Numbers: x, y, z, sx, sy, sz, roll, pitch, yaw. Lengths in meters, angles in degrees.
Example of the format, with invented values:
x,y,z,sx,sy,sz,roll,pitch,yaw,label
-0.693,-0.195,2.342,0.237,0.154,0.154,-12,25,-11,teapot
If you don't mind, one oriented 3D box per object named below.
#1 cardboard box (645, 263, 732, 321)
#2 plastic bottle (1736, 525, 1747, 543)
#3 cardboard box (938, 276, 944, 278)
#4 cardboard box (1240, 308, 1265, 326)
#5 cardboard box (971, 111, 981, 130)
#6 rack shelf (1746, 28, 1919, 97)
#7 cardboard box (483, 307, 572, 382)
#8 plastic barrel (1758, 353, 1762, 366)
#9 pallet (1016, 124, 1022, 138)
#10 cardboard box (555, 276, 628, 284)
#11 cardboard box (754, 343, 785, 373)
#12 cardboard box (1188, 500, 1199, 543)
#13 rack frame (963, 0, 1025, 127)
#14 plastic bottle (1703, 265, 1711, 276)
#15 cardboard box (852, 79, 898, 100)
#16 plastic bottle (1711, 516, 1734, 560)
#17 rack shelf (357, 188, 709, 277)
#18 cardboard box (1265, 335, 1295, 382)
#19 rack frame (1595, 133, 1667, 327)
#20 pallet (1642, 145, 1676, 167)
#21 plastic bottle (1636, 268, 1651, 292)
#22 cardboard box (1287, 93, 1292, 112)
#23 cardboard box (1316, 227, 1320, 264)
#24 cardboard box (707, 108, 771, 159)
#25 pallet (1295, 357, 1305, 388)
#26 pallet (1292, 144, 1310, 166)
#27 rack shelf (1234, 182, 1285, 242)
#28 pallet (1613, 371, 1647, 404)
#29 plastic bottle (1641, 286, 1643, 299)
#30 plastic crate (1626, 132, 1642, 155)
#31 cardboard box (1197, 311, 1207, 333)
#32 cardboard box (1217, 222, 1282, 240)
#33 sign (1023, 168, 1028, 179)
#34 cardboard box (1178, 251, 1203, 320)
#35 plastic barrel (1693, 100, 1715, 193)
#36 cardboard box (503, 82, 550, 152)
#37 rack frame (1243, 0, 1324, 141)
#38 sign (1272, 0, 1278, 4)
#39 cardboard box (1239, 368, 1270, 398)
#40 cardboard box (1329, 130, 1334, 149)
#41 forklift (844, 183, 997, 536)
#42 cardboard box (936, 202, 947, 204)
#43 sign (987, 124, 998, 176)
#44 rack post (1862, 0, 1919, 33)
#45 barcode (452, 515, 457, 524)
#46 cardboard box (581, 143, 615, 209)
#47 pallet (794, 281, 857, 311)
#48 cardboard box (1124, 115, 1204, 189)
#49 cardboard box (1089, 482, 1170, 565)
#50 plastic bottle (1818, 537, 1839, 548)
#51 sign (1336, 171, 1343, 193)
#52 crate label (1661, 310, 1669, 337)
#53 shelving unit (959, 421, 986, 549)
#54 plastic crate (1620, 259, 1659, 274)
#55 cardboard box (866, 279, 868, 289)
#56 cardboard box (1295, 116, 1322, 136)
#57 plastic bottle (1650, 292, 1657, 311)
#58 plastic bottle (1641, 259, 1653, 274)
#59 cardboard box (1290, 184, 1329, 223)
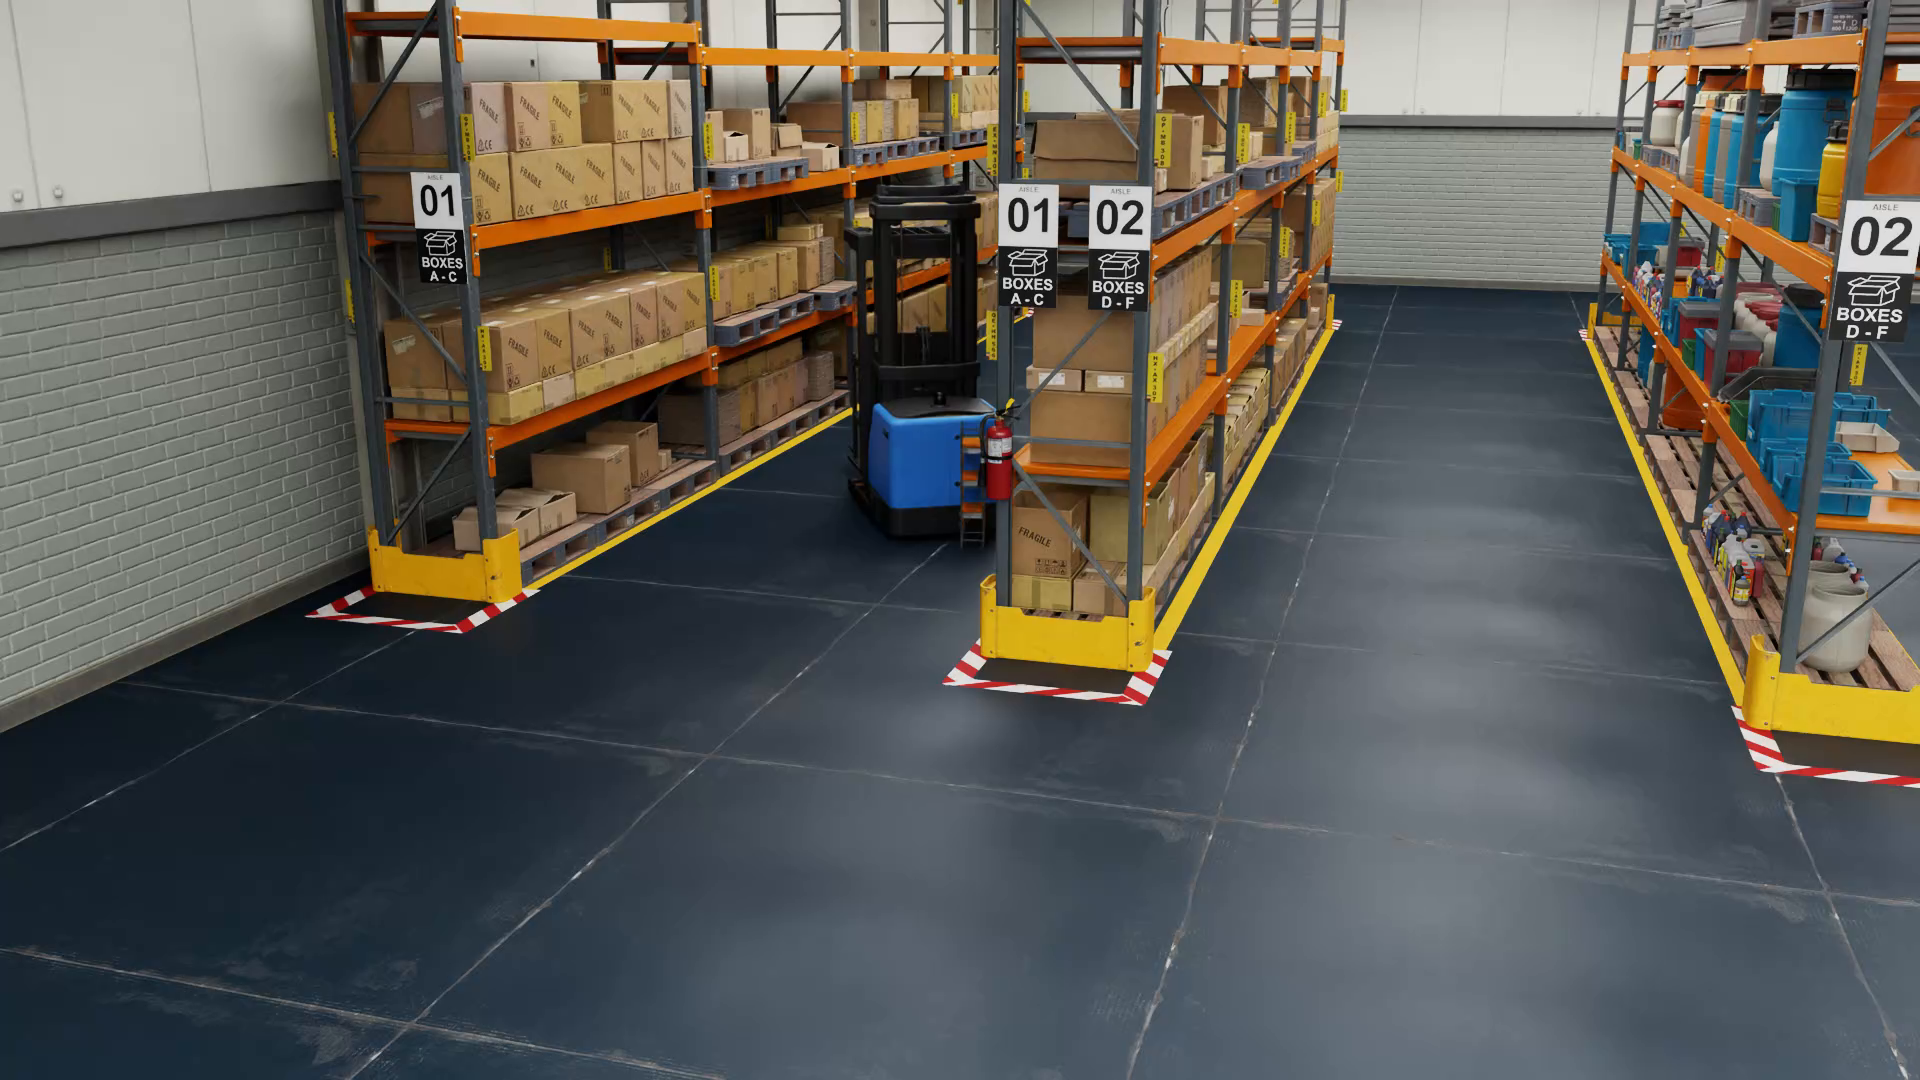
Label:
x,y,z,sx,sy,sz,roll,pitch,yaw,label
-2.696,-2.466,16.536,0.700,0.500,0.500,5,16,16,cardboard box
6.073,0.020,12.956,0.097,0.271,0.097,0,16,0,plastic bottle
-0.226,-3.918,25.269,0.380,0.149,0.250,5,17,16,cardboard box
3.023,-2.361,17.617,0.380,0.149,0.250,5,16,16,cardboard box
0.008,-6.082,24.100,0.500,0.250,0.500,4,16,15,cardboard box
6.057,-3.132,10.930,1.077,0.370,4.000,5,16,16,rack shelf
-3.436,-1.557,13.187,0.500,0.500,0.500,5,16,16,cardboard box
7.149,-1.575,14.639,0.301,0.262,0.301,0,16,0,plastic barrel
0.336,-6.421,26.134,1.003,0.211,1.213,5,16,16,pallet
-3.358,-2.132,15.213,0.500,0.500,0.500,5,16,16,cardboard box
-2.254,-2.020,18.355,0.500,0.250,0.500,5,16,16,cardboard box
1.676,-0.171,13.705,0.500,0.250,0.500,5,16,16,cardboard box
0.537,-8.101,26.400,1.000,3.000,0.127,5,16,16,rack frame
8.951,-3.111,19.890,0.144,0.351,0.185,5,16,16,plastic bottle
-1.118,-5.866,21.654,0.500,0.250,0.500,4,16,14,cardboard box
5.945,-0.016,12.937,0.144,0.351,0.185,4,16,14,plastic bottle
-3.441,-2.649,13.994,1.077,0.370,4.000,5,16,16,rack shelf
3.852,-2.250,20.540,0.500,0.500,0.500,4,16,14,cardboard box
10.036,-4.447,24.510,1.000,3.000,0.127,5,16,16,rack frame
8.770,-4.540,19.687,1.213,0.211,1.003,5,16,16,pallet
8.298,-3.153,20.177,0.152,0.276,0.135,5,16,16,plastic bottle
3.769,-5.224,20.617,0.600,0.600,0.600,4,16,15,cardboard box
4.699,-4.080,23.033,0.500,0.500,0.500,5,17,17,cardboard box
-2.291,-4.228,17.289,0.500,0.500,0.500,4,16,14,cardboard box
3.956,-2.228,21.798,1.003,0.211,1.213,5,16,16,pallet
3.606,-4.701,20.254,1.213,0.211,1.003,5,16,16,pallet
2.446,-3.313,16.332,1.077,0.370,4.000,5,16,16,rack shelf
8.640,-1.860,20.500,1.003,0.211,1.213,5,16,16,pallet
8.080,-2.943,19.571,0.097,0.201,0.097,0,16,0,plastic bottle
9.110,-5.277,22.157,0.437,0.282,0.530,5,16,16,plastic crate
1.861,-1.831,13.917,0.380,0.149,0.250,4,16,14,cardboard box
3.667,-3.744,21.079,0.700,0.500,0.500,7,17,25,cardboard box
1.053,-5.840,26.867,0.100,0.325,0.005,5,16,16,sign
1.615,-2.116,13.731,0.700,0.500,0.500,5,16,16,cardboard box
7.135,-3.634,15.361,0.600,0.830,0.708,5,16,16,plastic barrel
-3.476,-3.220,12.636,0.500,0.500,0.500,4,16,15,cardboard box
4.151,-6.671,21.359,1.000,3.000,0.127,5,16,16,rack frame
4.767,-8.248,25.059,0.100,0.325,0.005,5,16,16,sign
3.101,-1.732,18.179,0.500,0.311,0.500,5,17,17,cardboard box
5.112,-5.786,24.010,0.500,0.250,0.500,5,16,16,cardboard box
-0.443,-1.802,15.312,1.130,2.935,3.031,-4,16,-13,forklift
-0.487,-4.588,22.869,0.500,0.250,0.500,5,17,17,cardboard box
0.224,-2.522,10.751,0.100,0.325,0.005,5,16,16,sign
5.826,-3.094,9.664,0.937,0.300,0.954,7,17,22,rack post
-4.105,-0.161,13.505,0.001,0.075,0.075,5,16,16,barcode
-3.213,-3.014,13.740,0.500,0.500,0.500,6,17,19,cardboard box
-1.837,-2.835,19.179,1.213,0.211,1.003,5,16,16,pallet
1.475,-2.820,12.067,0.500,0.500,0.500,5,16,16,cardboard box
1.247,-0.140,12.220,0.500,0.500,0.500,5,16,16,cardboard box
6.572,0.081,12.595,0.144,0.351,0.185,5,16,16,plastic bottle
5.814,-5.493,25.496,0.100,0.325,0.005,5,16,16,sign
7.283,-2.192,16.867,0.303,0.233,0.416,5,16,16,crate label
0.106,-0.464,14.041,0.215,1.050,0.252,1,16,2,shelving unit
8.959,-3.610,21.955,0.437,0.125,0.590,5,16,16,plastic crate
-1.341,-3.144,20.341,0.380,0.149,0.250,5,17,17,cardboard box
4.527,-5.505,22.101,0.500,0.250,0.500,5,16,16,cardboard box
7.778,-2.664,18.590,0.097,0.201,0.097,0,16,0,plastic bottle
8.477,-3.299,20.554,0.144,0.351,0.185,5,16,16,plastic bottle
4.993,-4.821,23.812,0.500,0.500,0.500,5,17,18,cardboard box
